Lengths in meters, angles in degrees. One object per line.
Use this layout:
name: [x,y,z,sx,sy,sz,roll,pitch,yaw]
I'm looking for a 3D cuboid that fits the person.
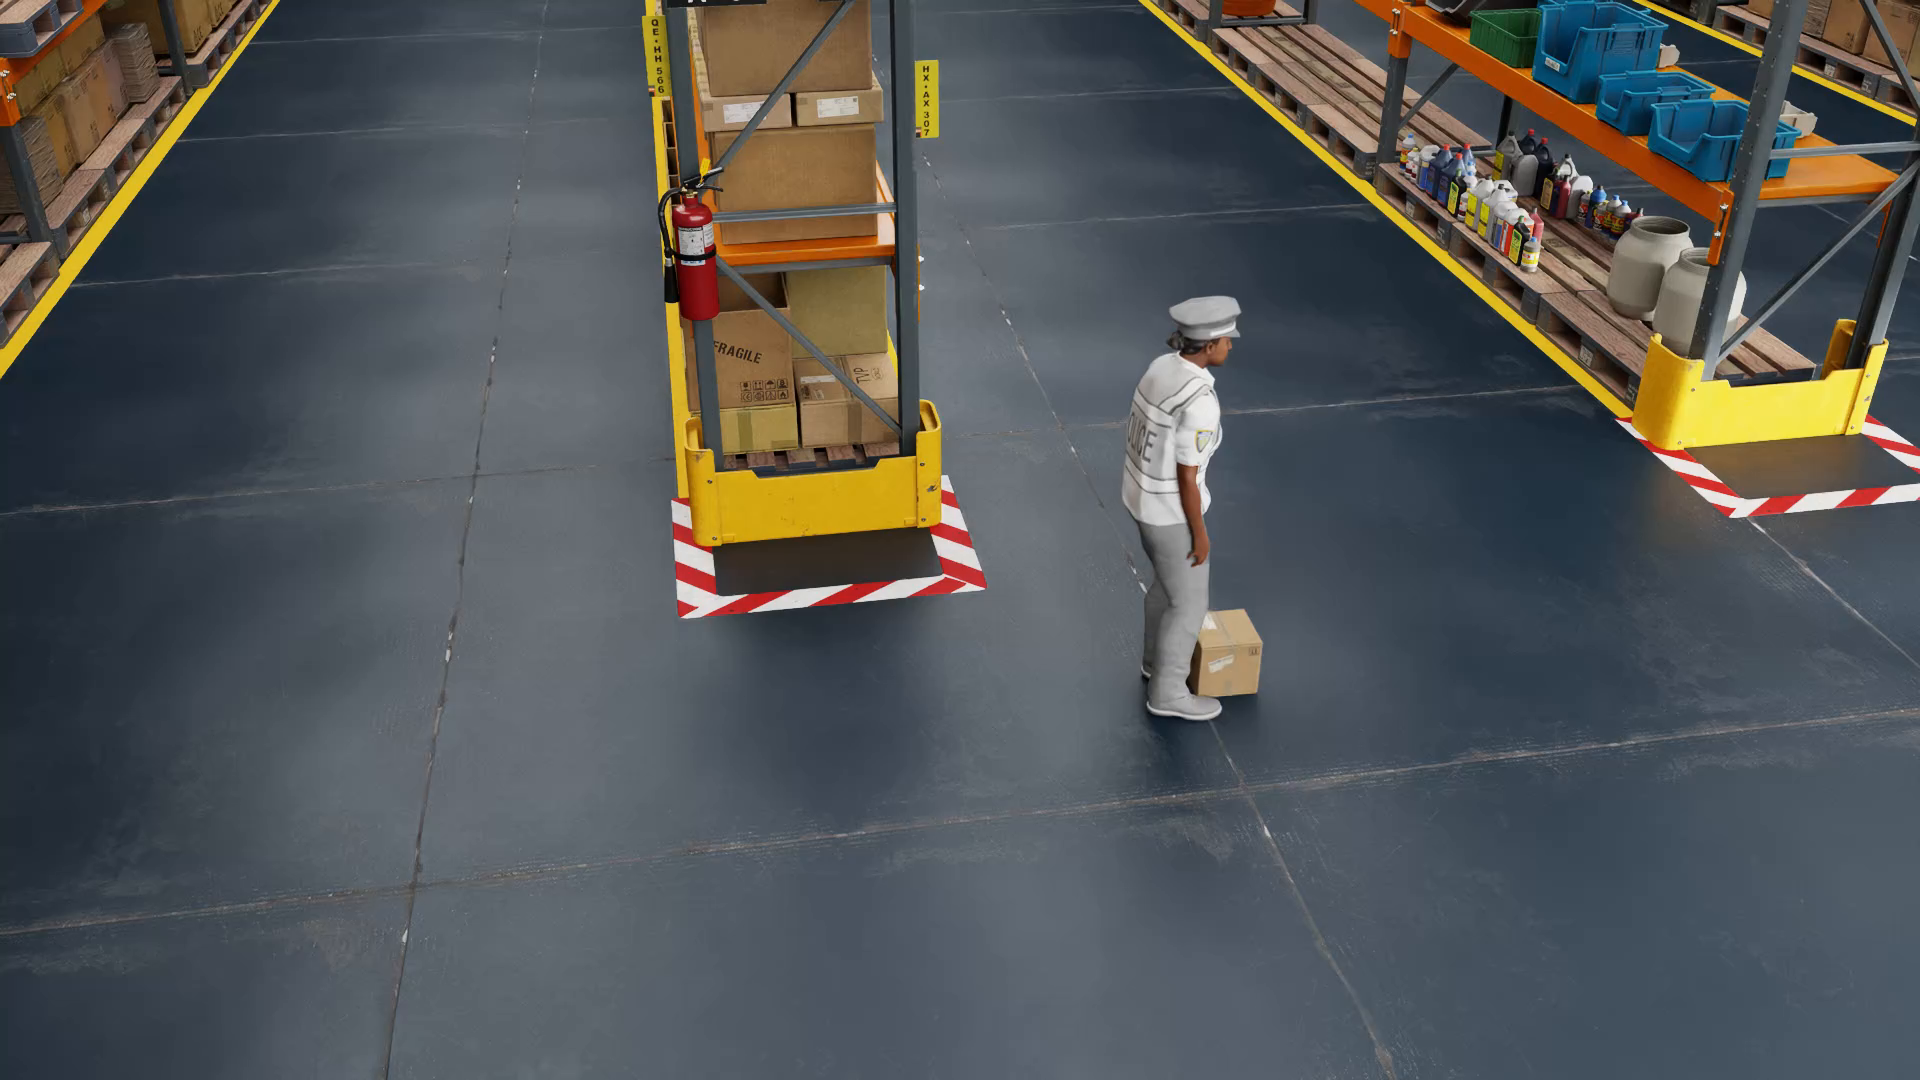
person: [0.842,-0.115,6.329,0.427,1.655,0.516,-7,32,-11]
